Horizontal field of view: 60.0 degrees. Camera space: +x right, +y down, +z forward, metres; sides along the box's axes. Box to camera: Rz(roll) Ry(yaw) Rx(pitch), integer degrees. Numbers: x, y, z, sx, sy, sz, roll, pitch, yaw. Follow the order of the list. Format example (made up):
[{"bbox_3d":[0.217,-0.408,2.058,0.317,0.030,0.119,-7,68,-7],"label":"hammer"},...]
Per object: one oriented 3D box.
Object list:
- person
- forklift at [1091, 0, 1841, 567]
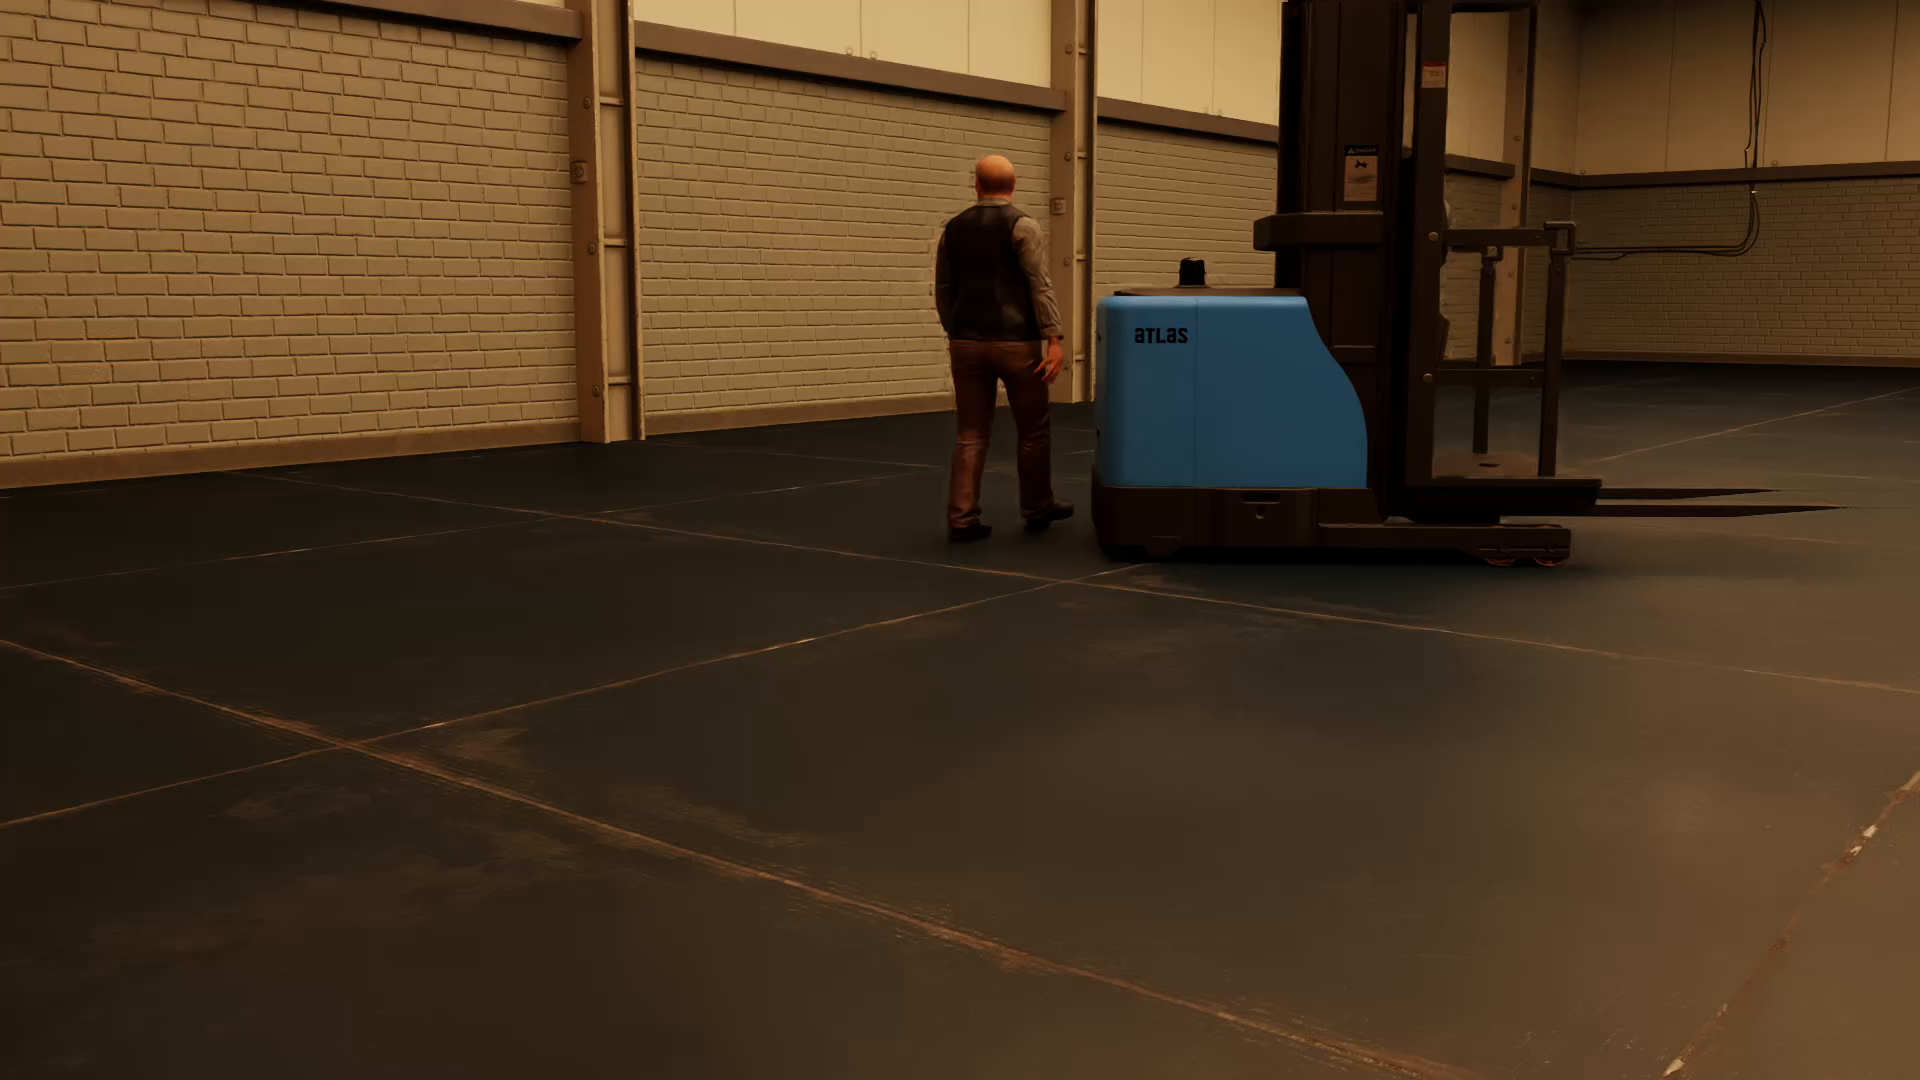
[{"bbox_3d":[0.220,-0.868,7.507,0.707,1.693,0.785,5,10,29],"label":"person"},{"bbox_3d":[2.105,-1.423,7.003,3.031,2.935,1.130,0,8,2],"label":"forklift"}]
